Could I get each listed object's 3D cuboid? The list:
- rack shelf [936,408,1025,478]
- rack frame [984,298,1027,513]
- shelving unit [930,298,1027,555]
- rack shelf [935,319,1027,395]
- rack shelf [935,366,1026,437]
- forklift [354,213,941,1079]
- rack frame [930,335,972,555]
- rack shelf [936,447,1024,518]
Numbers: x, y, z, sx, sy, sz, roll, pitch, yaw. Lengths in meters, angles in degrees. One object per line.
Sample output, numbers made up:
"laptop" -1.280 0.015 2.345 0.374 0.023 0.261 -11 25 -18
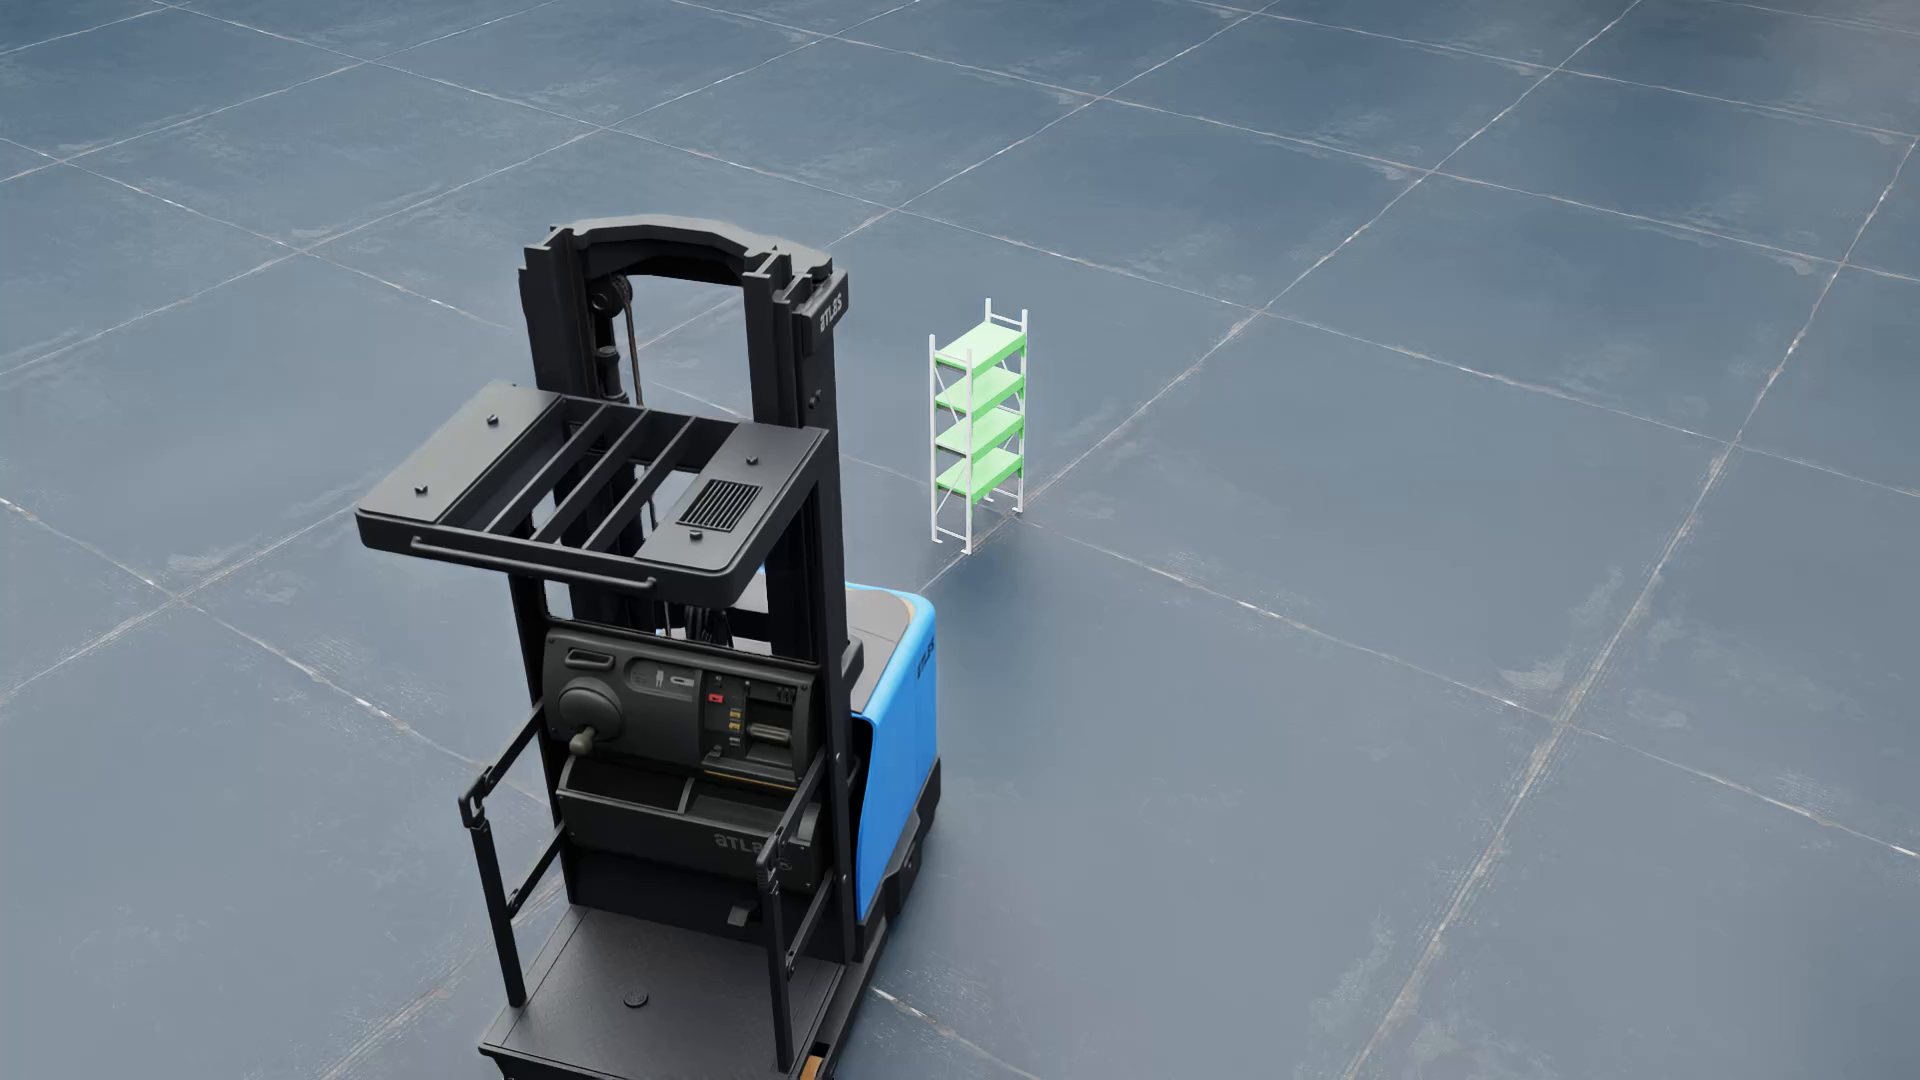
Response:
"rack shelf" 0.094 -0.520 8.562 0.258 0.148 0.480 21 39 28
"rack frame" 0.234 -0.685 8.693 0.240 1.200 0.015 21 39 28
"shelving unit" 0.094 -0.573 8.527 0.258 1.200 0.503 21 39 28
"rack shelf" 0.094 -0.918 8.293 0.258 0.148 0.480 21 39 28
"rack shelf" 0.094 -0.719 8.428 0.258 0.148 0.480 21 39 28
"forklift" -0.980 0.613 5.227 1.130 2.935 3.031 9 35 13
"rack frame" -0.045 -0.461 8.360 0.240 1.200 0.015 21 39 28
"rack shelf" 0.094 -0.321 8.697 0.258 0.148 0.480 21 39 28
